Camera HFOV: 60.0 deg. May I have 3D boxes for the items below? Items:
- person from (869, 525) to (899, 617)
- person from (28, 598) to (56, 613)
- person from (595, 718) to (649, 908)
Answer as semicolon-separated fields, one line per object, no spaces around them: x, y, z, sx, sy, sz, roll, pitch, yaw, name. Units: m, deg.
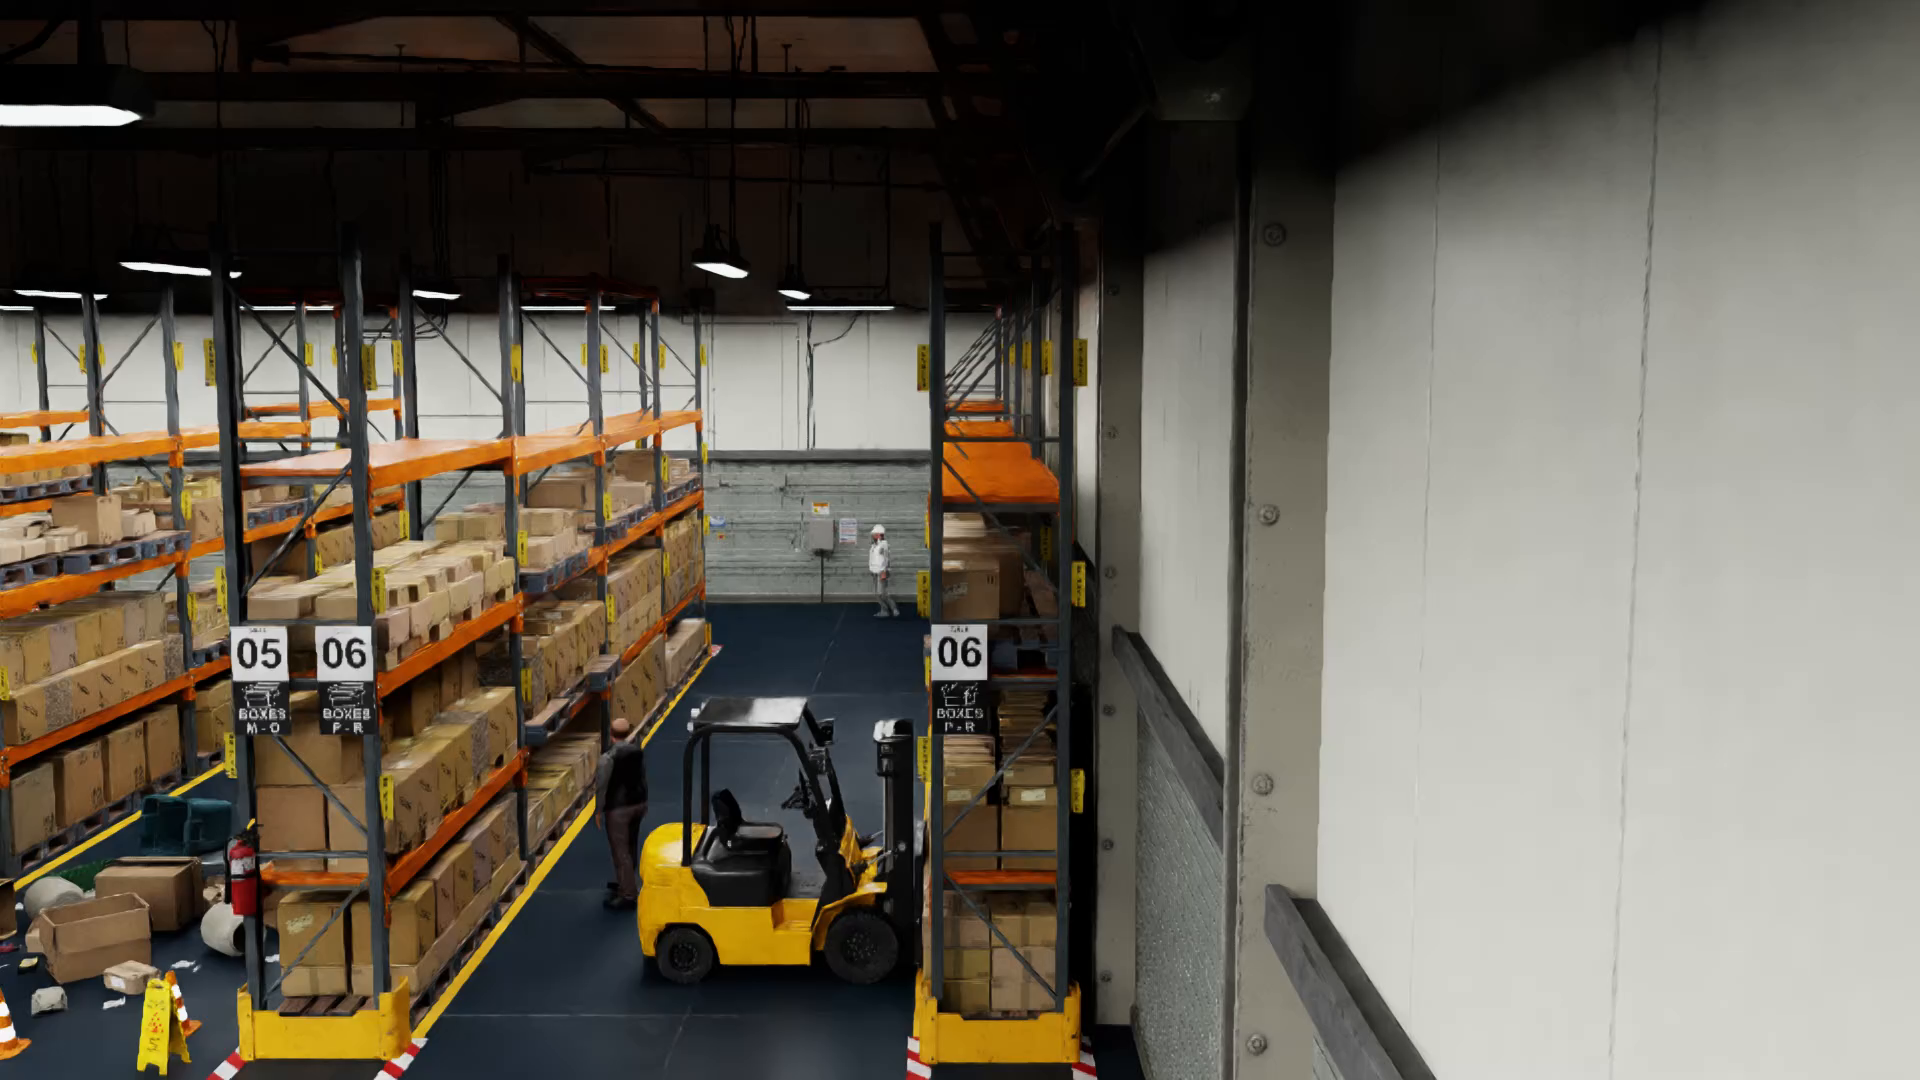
-1.447;0.593;31.609;0.472;1.763;0.690;-4;8;-30;person
-13.064;1.530;23.862;0.663;1.742;0.552;0;7;-3;person
-3.105;2.471;15.451;0.428;1.660;0.626;4;8;32;person
